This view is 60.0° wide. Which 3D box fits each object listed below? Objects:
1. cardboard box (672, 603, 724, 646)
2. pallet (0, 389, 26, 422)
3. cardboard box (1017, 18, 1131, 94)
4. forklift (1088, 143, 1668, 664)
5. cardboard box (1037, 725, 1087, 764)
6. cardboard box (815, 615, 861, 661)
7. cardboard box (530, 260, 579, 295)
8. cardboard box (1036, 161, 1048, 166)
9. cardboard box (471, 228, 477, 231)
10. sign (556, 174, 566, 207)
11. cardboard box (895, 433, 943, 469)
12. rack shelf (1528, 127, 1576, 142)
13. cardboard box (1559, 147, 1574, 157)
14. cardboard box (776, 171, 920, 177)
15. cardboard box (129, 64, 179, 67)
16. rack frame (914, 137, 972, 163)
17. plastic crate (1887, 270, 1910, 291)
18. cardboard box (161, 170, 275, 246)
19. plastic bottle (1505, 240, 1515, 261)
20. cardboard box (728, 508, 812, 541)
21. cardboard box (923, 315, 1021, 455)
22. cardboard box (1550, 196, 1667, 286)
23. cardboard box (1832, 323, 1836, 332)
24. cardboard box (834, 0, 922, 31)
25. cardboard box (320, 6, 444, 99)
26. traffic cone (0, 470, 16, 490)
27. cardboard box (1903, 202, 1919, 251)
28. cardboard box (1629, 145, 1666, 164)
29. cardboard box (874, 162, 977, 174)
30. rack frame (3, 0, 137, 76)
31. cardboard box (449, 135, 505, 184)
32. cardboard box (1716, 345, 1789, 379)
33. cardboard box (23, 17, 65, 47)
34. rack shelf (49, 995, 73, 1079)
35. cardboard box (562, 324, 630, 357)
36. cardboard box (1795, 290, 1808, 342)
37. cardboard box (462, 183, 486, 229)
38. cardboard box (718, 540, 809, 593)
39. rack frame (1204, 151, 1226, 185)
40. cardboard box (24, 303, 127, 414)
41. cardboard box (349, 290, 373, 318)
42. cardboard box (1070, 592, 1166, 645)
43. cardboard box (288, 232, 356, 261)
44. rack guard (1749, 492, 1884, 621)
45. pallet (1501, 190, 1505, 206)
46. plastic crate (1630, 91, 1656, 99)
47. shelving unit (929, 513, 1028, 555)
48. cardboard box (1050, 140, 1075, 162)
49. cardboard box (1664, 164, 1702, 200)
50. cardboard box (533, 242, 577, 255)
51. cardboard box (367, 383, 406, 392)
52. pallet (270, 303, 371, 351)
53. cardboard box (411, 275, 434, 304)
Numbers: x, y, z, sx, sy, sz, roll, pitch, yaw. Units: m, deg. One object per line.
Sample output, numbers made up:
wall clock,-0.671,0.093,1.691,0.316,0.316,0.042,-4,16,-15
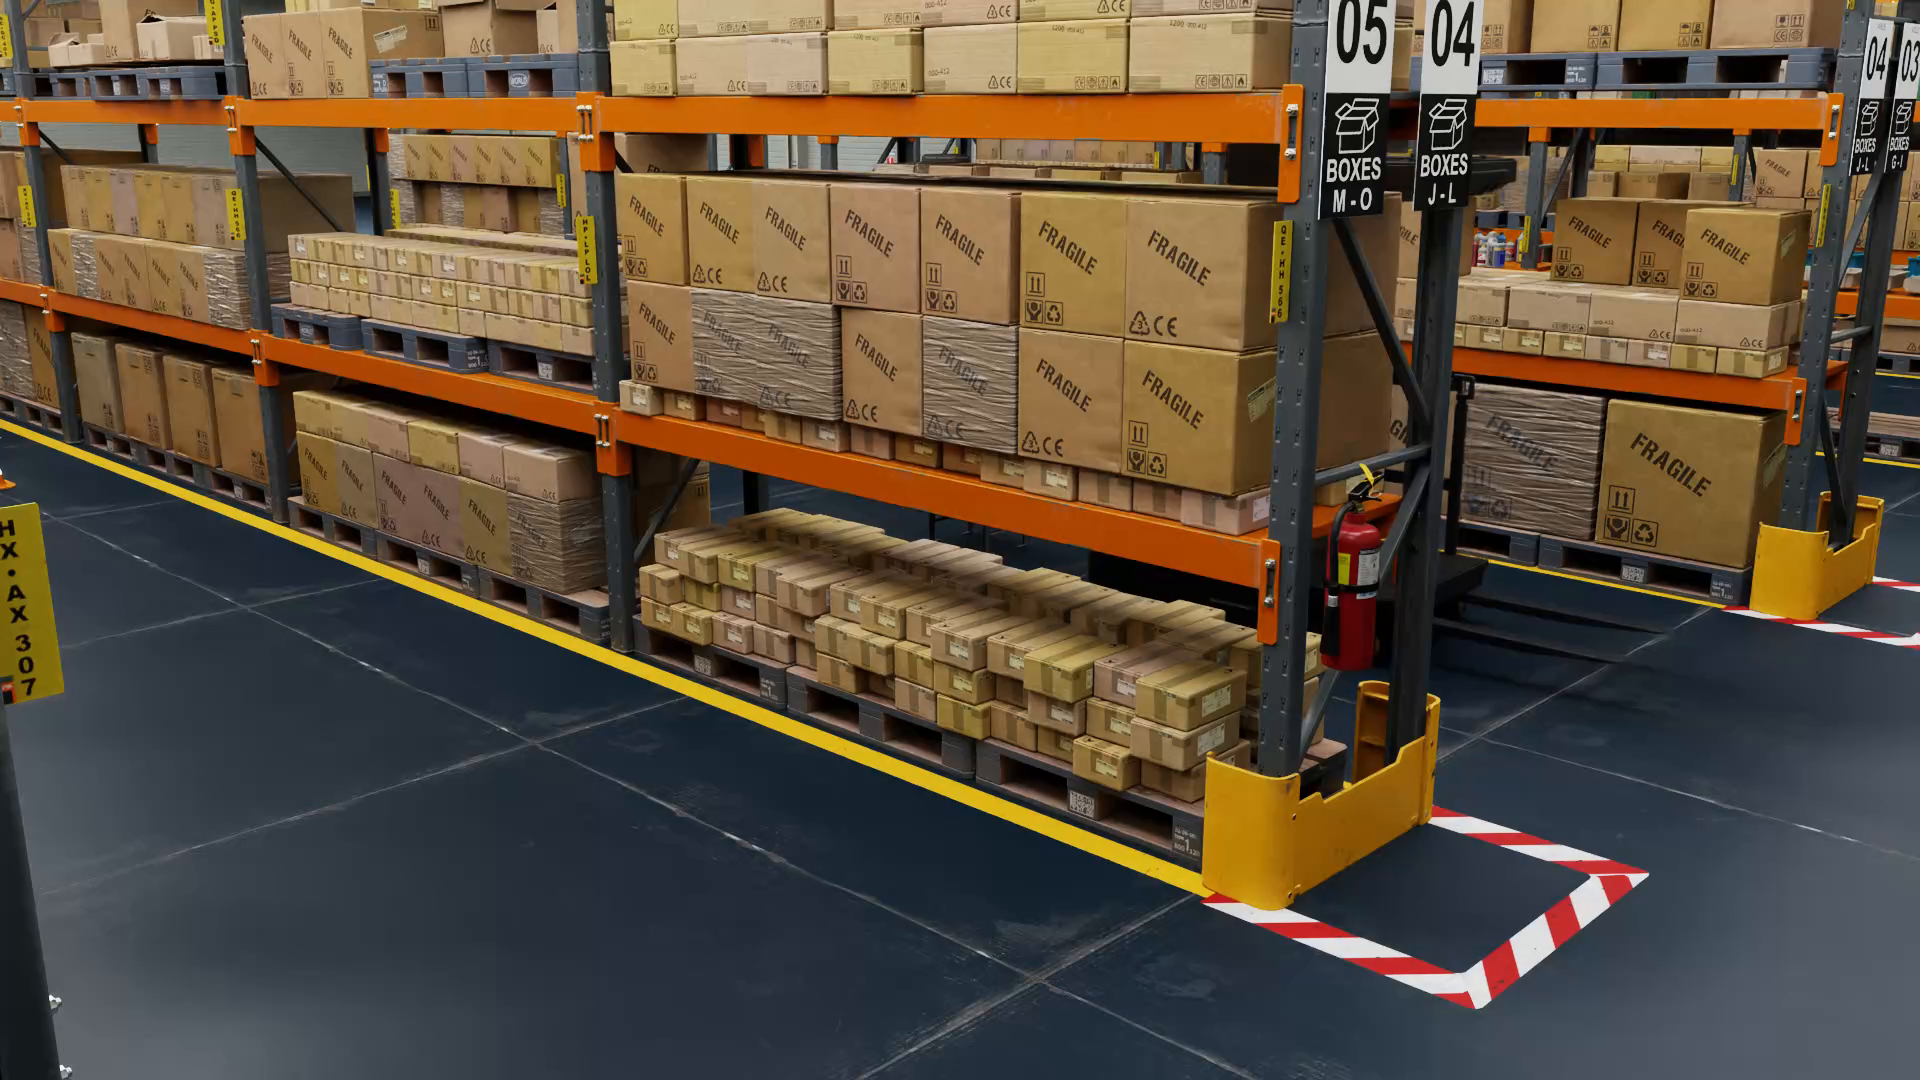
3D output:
cardboard box,-1.207,0.391,8.302,0.380,0.149,0.250,-14,20,-43
pallet,-8.572,-1.365,15.753,1.213,0.211,1.003,14,20,42
cardboard box,0.559,-1.752,6.056,0.500,0.250,0.500,14,20,42
forklift,2.184,-0.908,8.729,3.031,2.867,1.129,12,19,39
cardboard box,0.533,0.780,6.811,0.250,0.149,0.380,14,20,42
cardboard box,-0.442,0.420,7.601,0.250,0.149,0.380,13,20,42
cardboard box,-2.056,-1.405,8.860,0.250,0.149,0.380,13,19,41
cardboard box,1.380,-5.763,25.617,0.250,0.149,0.380,13,20,41
cardboard box,-5.236,-3.422,18.614,0.250,0.149,0.380,14,20,42
sign,-4.052,-3.555,16.911,0.005,0.325,0.100,14,20,42
cardboard box,-0.057,-0.423,7.103,0.250,0.149,0.380,14,20,43
rack shelf,4.076,-4.189,16.536,4.000,0.370,1.077,14,20,42
cardboard box,9.244,-5.864,25.130,0.250,0.149,0.380,11,18,35
cardboard box,-0.535,-1.507,7.996,0.500,0.500,0.500,13,19,40
cardboard box,-6.155,-3.808,12.915,0.500,0.250,0.500,13,20,42
rack frame,-0.243,-4.135,20.854,0.127,3.000,1.000,14,20,42
plastic crate,7.484,-2.100,13.446,0.243,0.136,0.396,14,20,42
cardboard box,-5.369,-2.444,12.181,0.500,0.500,0.700,13,20,41
plastic bottle,5.356,-2.821,16.203,0.097,0.201,0.097,0,15,0
cardboard box,-1.000,-0.050,8.817,0.380,0.149,0.250,-14,20,-43
cardboard box,0.201,-0.656,6.712,0.500,0.500,0.500,14,20,42
cardboard box,4.063,-1.881,10.420,0.500,0.500,0.500,13,19,41
cardboard box,9.876,-2.364,18.837,0.250,0.149,0.380,14,20,42
cardboard box,-0.157,-2.179,6.702,0.500,0.250,0.500,13,19,40
cardboard box,-3.362,-2.833,9.707,0.500,0.500,0.500,14,20,42
traffic cone,-7.279,-0.617,12.384,0.334,0.463,0.336,14,20,42
cardboard box,10.231,-3.278,17.364,0.500,0.500,0.500,13,20,41
cardboard box,10.048,-5.578,24.076,0.500,0.250,0.500,13,20,41
cardboard box,-0.286,-2.939,14.075,0.797,0.503,0.637,-14,20,-42
rack frame,-7.196,-5.257,13.260,0.127,3.000,1.000,14,20,42
cardboard box,-5.273,-4.204,18.348,0.500,0.500,0.500,14,20,42
cardboard box,4.473,-1.017,9.385,0.380,0.149,0.250,-14,20,-43
cardboard box,-7.729,-4.168,13.706,0.500,0.250,0.500,13,20,42
rack shelf,-3.361,0.661,3.874,4.000,0.370,1.077,14,20,42
cardboard box,-1.861,-1.069,8.750,0.250,0.149,0.380,13,20,41
cardboard box,4.800,-1.341,9.835,0.500,0.250,0.500,13,19,41
cardboard box,-5.058,-3.777,18.690,0.500,0.500,0.875,14,20,42
cardboard box,-0.960,0.127,8.137,0.250,0.149,0.380,13,20,41
rack frame,2.078,-1.836,12.030,0.127,3.000,1.000,14,20,42
cardboard box,-7.600,-1.652,14.702,0.875,0.875,0.875,14,20,43
cardboard box,-3.552,-1.479,10.326,0.380,0.149,0.250,-13,20,-42
cardboard box,0.690,0.359,7.245,0.250,0.149,0.380,12,19,40
cardboard box,-4.115,-1.906,10.785,0.250,0.149,0.380,14,20,42
rack guard,4.975,0.078,9.643,0.348,0.500,1.175,14,20,42
pallet,8.926,-5.246,25.497,1.003,0.211,1.213,14,20,42
plastic crate,6.031,-4.065,15.055,0.662,0.188,0.450,14,20,42
shelving unit,0.119,-0.987,10.556,0.503,2.100,0.431,14,20,42
cardboard box,1.790,-6.050,25.431,0.500,0.500,0.700,14,20,42
cardboard box,10.412,-5.124,23.819,0.500,0.500,0.500,14,20,42
cardboard box,-2.333,-1.702,9.999,0.380,0.149,0.250,-14,20,-42
cardboard box,-3.642,-0.938,11.221,0.500,0.250,0.500,13,19,41
pallet,-3.730,-1.455,10.949,1.003,0.211,1.213,14,20,42
cardboard box,-2.983,-1.487,9.764,0.380,0.149,0.250,-14,20,-42
